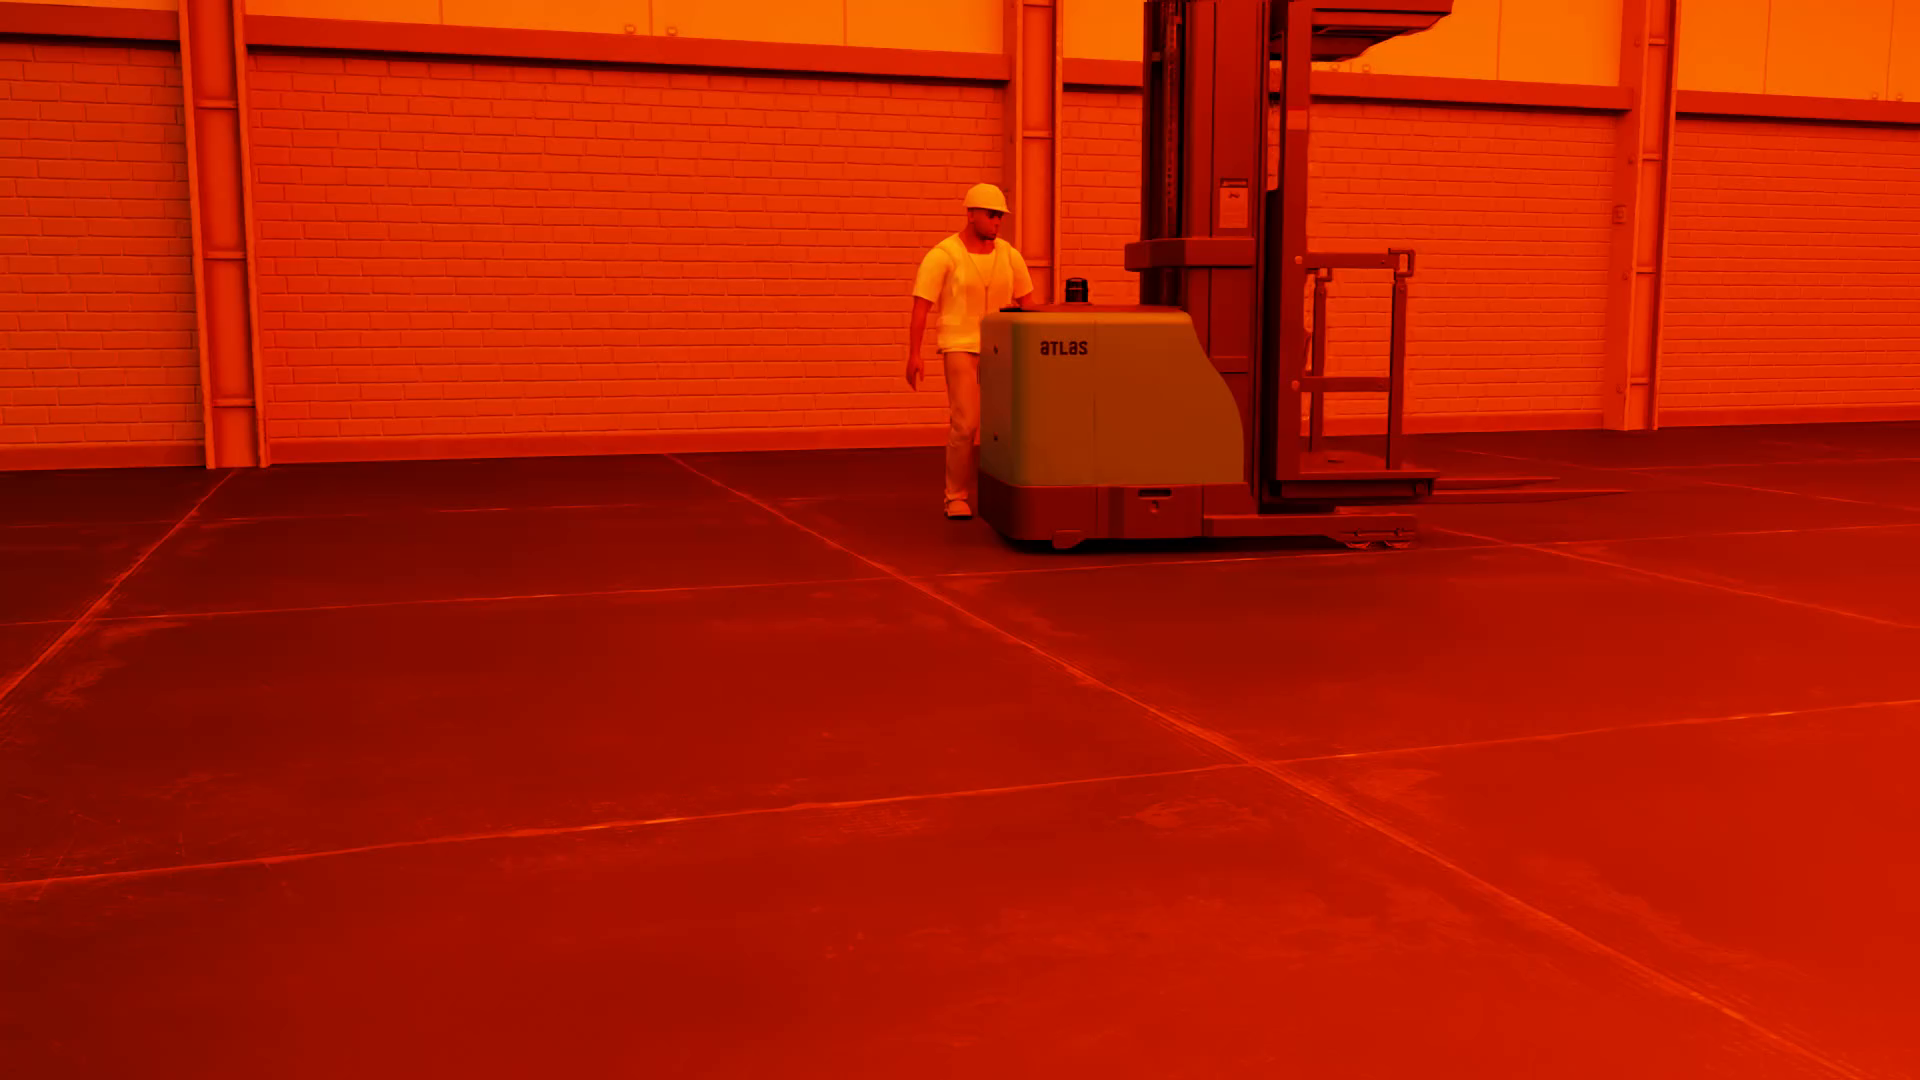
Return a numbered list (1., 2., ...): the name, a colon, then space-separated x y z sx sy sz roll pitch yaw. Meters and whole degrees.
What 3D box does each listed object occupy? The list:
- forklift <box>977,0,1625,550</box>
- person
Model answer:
1. forklift: 1.649 -1.478 7.913 3.031 2.935 1.130 -1 8 -9
2. person: 0.117 -0.990 8.753 0.816 1.740 0.414 -4 9 -26
